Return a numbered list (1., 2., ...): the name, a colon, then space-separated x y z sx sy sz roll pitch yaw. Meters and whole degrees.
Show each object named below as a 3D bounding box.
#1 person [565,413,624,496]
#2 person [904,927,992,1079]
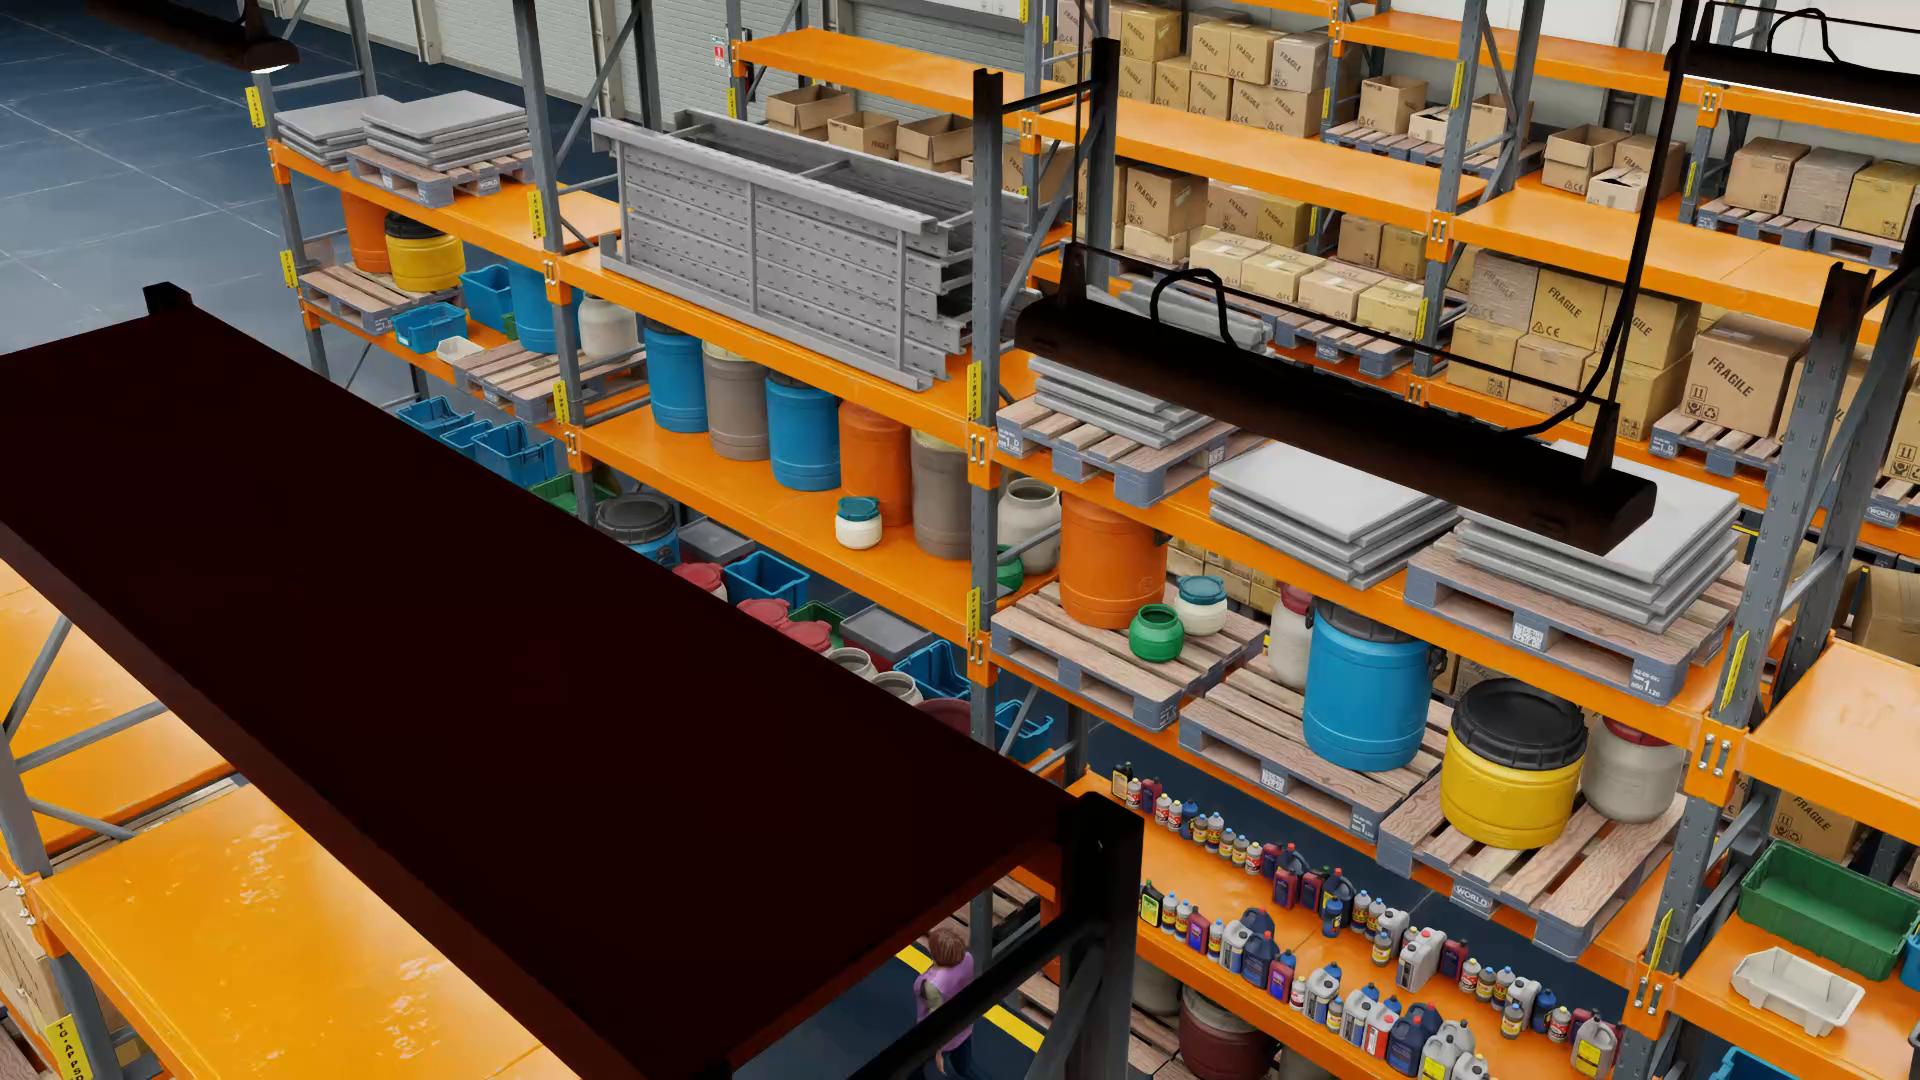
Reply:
1. person: -3.601 -1.003 16.242 0.887 1.794 0.614 9 31 16
2. person: -0.059 2.834 9.586 0.889 1.547 0.446 17 34 28
